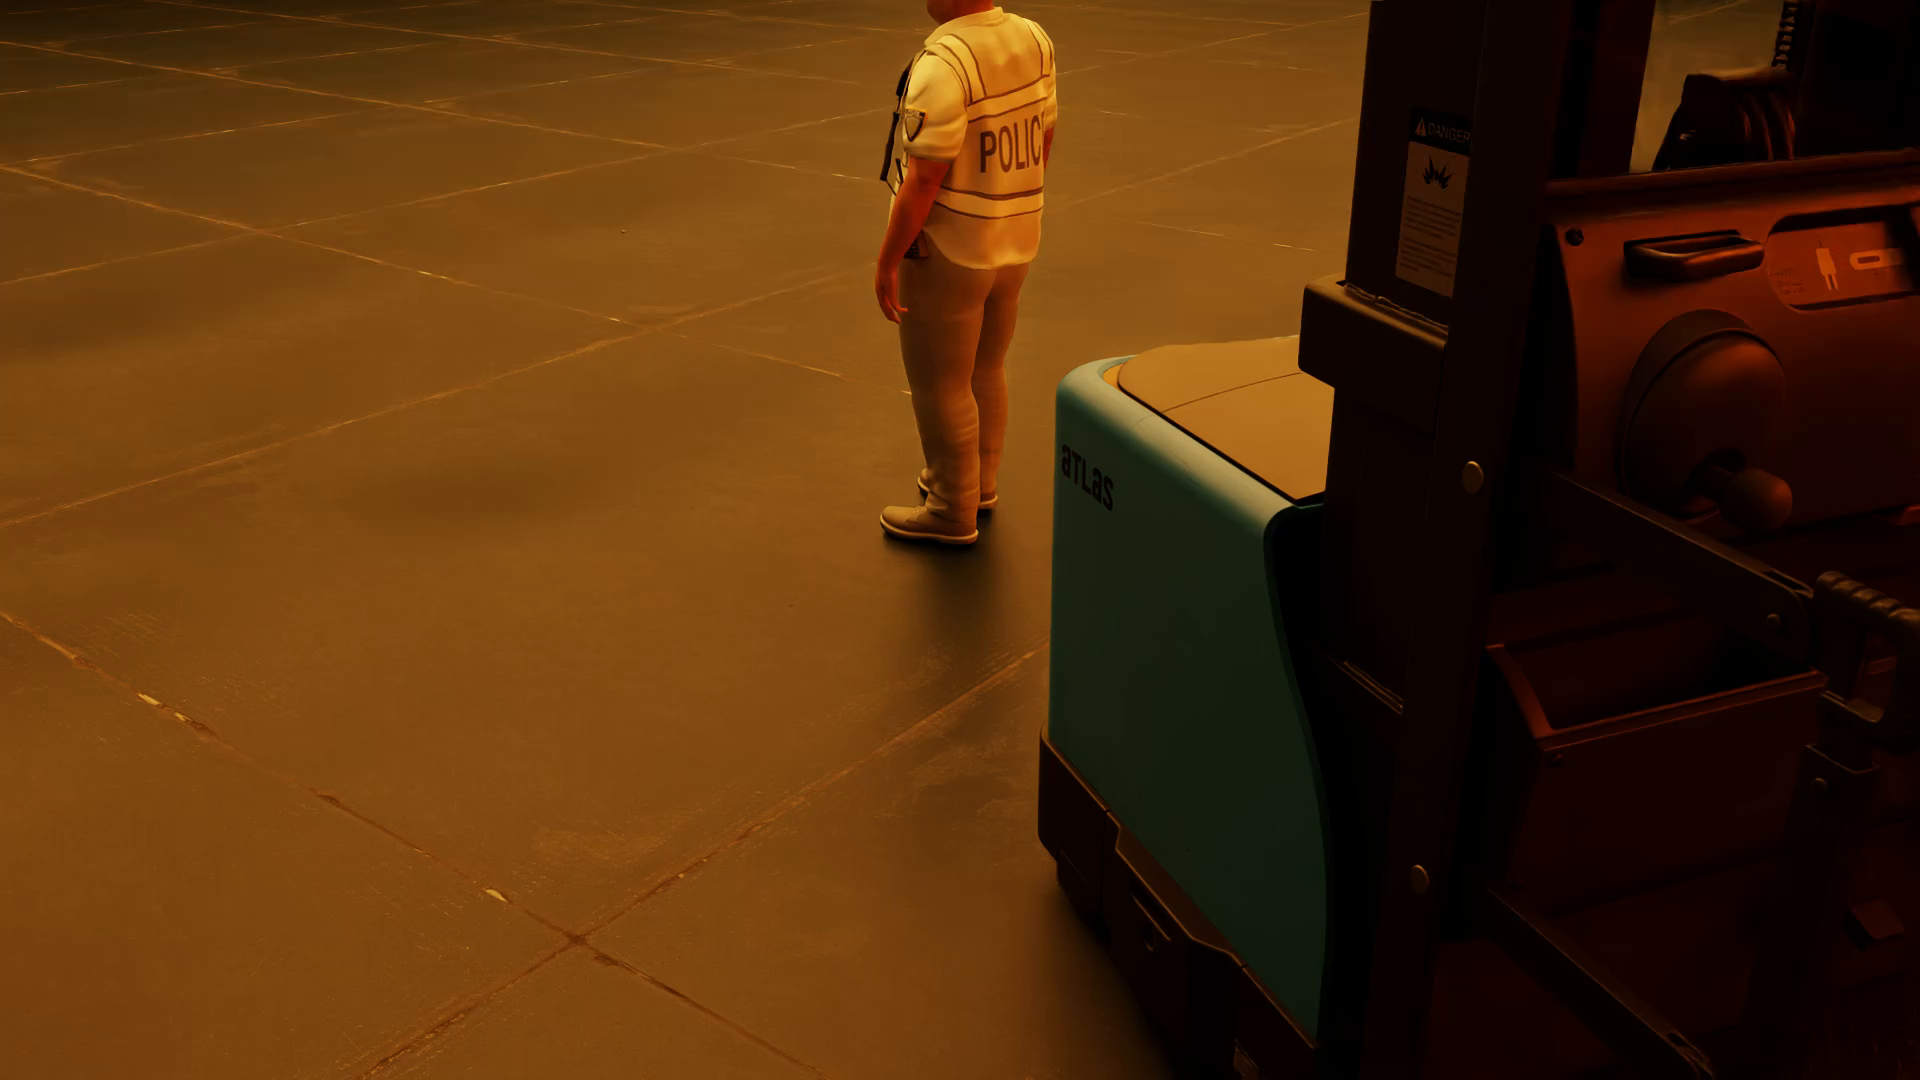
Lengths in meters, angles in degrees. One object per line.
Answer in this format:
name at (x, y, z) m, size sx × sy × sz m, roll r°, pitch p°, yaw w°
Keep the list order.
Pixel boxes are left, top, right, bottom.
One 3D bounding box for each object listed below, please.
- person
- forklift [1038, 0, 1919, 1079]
person at (-0.055, -0.847, 4.708) m, size 0.574 × 1.780 × 0.641 m, roll 17°, pitch 29°, yaw 34°
forklift at (1.176, -0.214, 1.824) m, size 1.130 × 2.935 × 3.031 m, roll -9°, pitch 25°, yaw -20°
